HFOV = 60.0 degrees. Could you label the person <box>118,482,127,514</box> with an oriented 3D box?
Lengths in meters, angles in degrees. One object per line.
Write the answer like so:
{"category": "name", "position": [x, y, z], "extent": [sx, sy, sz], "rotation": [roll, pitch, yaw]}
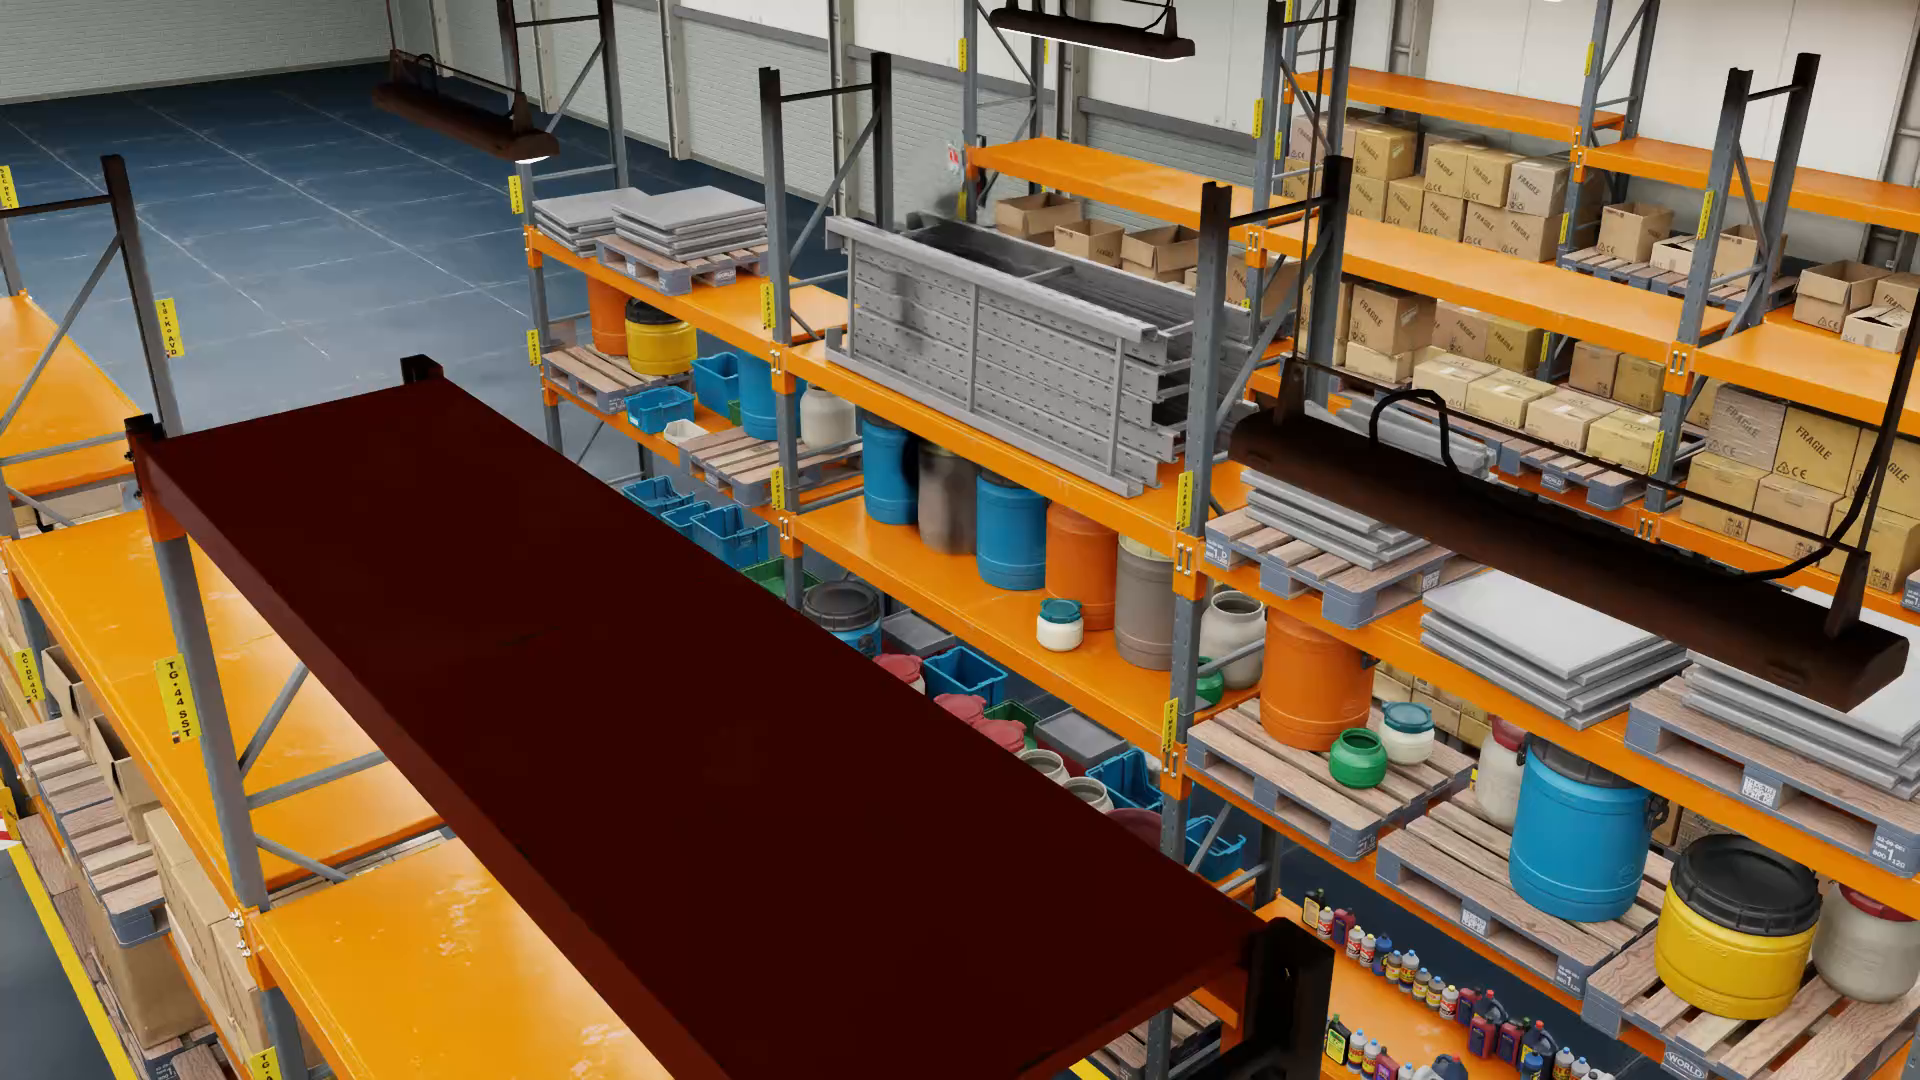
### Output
{"category": "person", "position": [-8.520, -0.169, 16.764], "extent": [0.806, 1.631, 0.581], "rotation": [-4, 26, -7]}

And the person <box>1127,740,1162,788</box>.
{"category": "person", "position": [1.421, 1.294, 13.595], "extent": [0.710, 1.780, 0.969], "rotation": [-21, 33, -37]}
